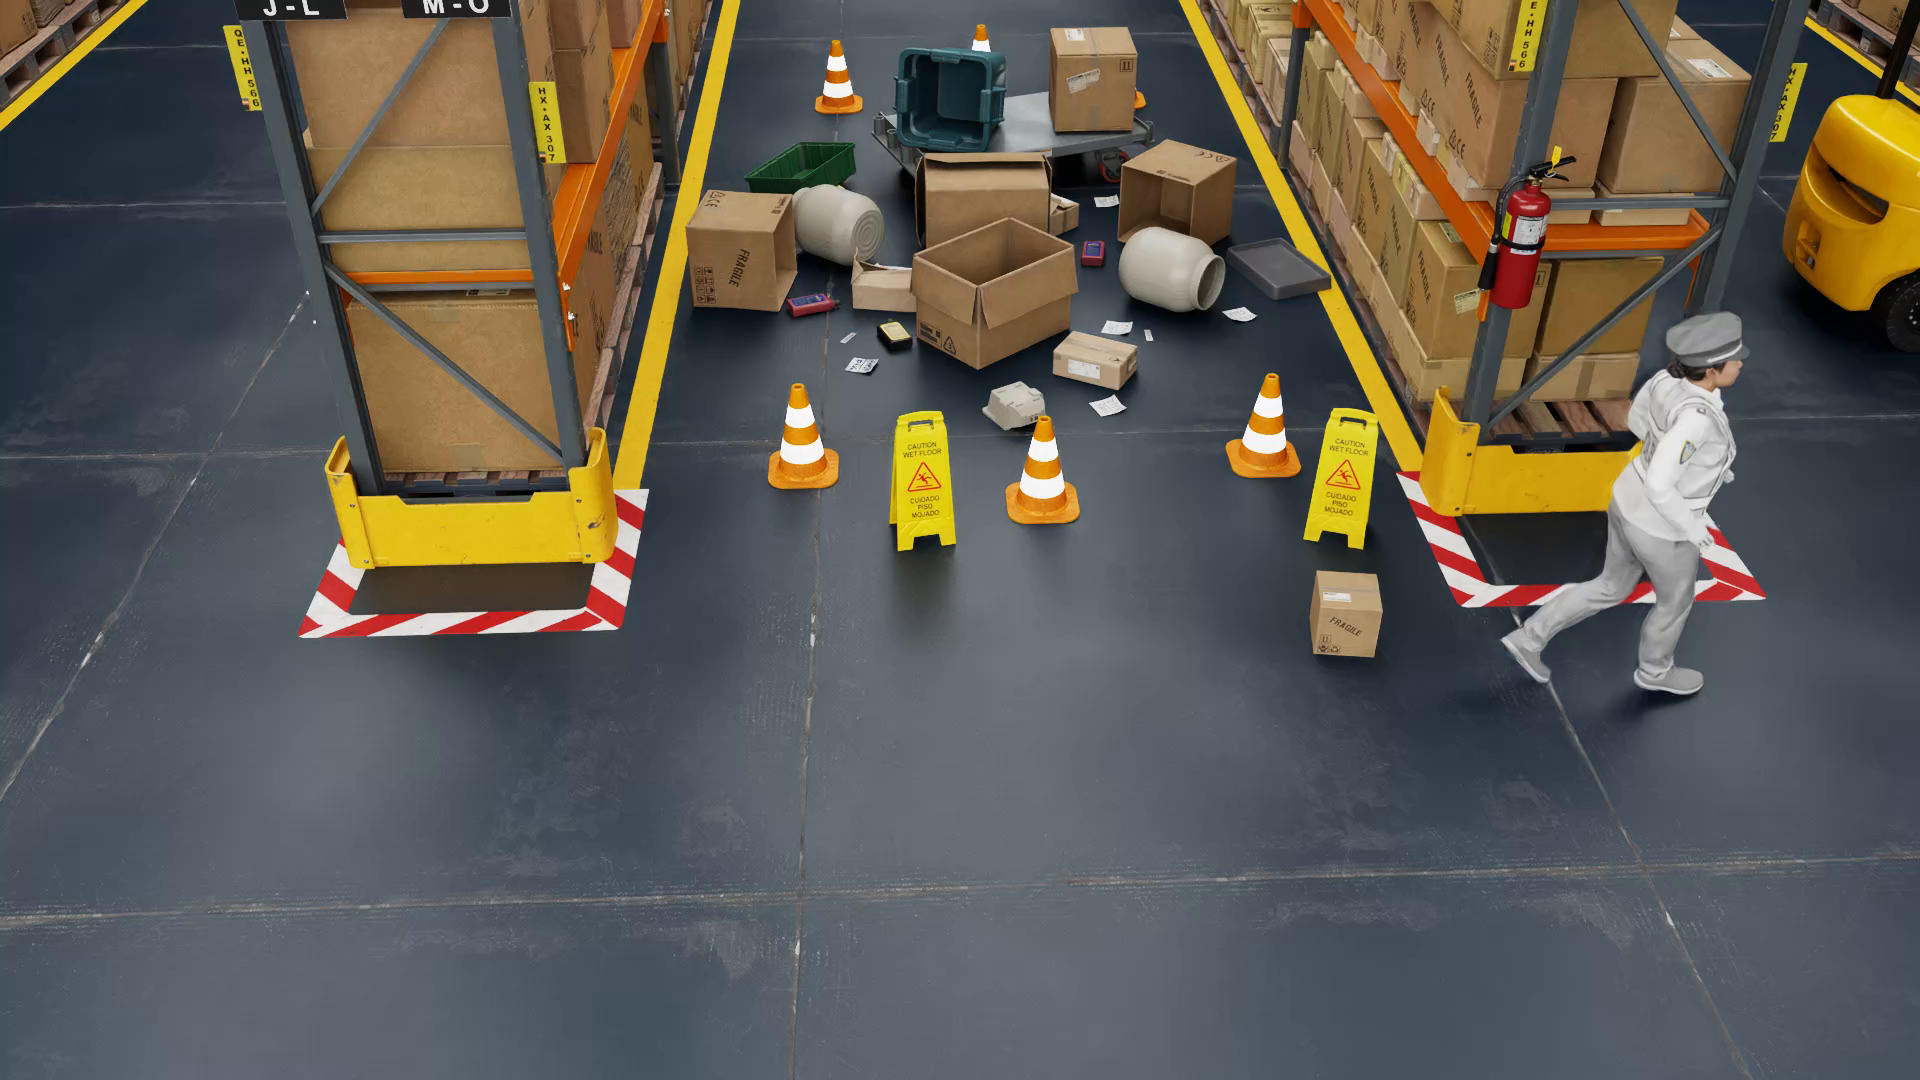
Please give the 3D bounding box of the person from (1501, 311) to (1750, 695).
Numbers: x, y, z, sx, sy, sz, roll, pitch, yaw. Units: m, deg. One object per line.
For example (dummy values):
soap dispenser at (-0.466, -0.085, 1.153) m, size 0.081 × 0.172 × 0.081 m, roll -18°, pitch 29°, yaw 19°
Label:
person at (2.586, -0.080, 6.210) m, size 0.824 × 1.684 × 0.641 m, roll 0°, pitch 35°, yaw 0°
